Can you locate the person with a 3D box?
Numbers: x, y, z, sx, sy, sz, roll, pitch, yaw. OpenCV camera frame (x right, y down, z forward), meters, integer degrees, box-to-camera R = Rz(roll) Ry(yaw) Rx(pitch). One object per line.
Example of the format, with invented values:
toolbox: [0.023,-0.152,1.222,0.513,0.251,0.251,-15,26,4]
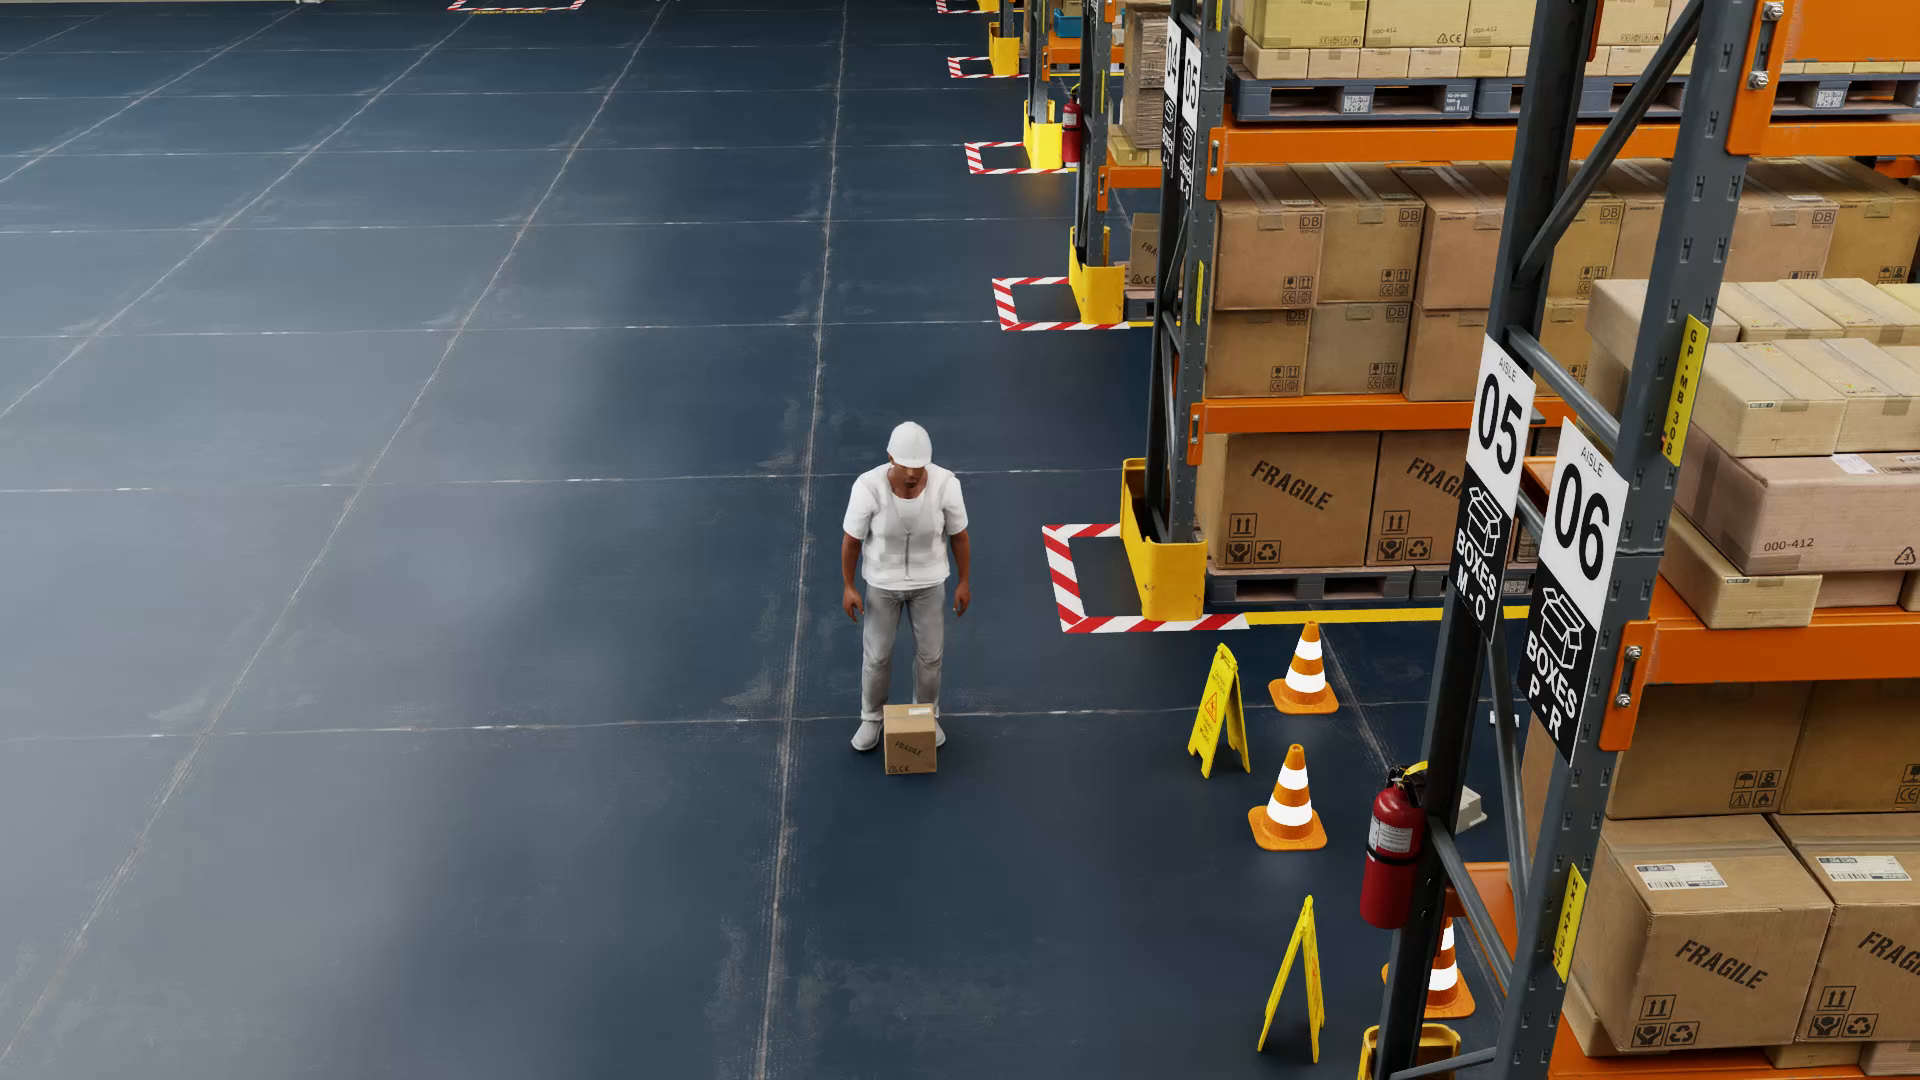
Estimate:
person: [-0.280,0.221,8.175,0.628,1.758,0.456,-1,27,-2]
